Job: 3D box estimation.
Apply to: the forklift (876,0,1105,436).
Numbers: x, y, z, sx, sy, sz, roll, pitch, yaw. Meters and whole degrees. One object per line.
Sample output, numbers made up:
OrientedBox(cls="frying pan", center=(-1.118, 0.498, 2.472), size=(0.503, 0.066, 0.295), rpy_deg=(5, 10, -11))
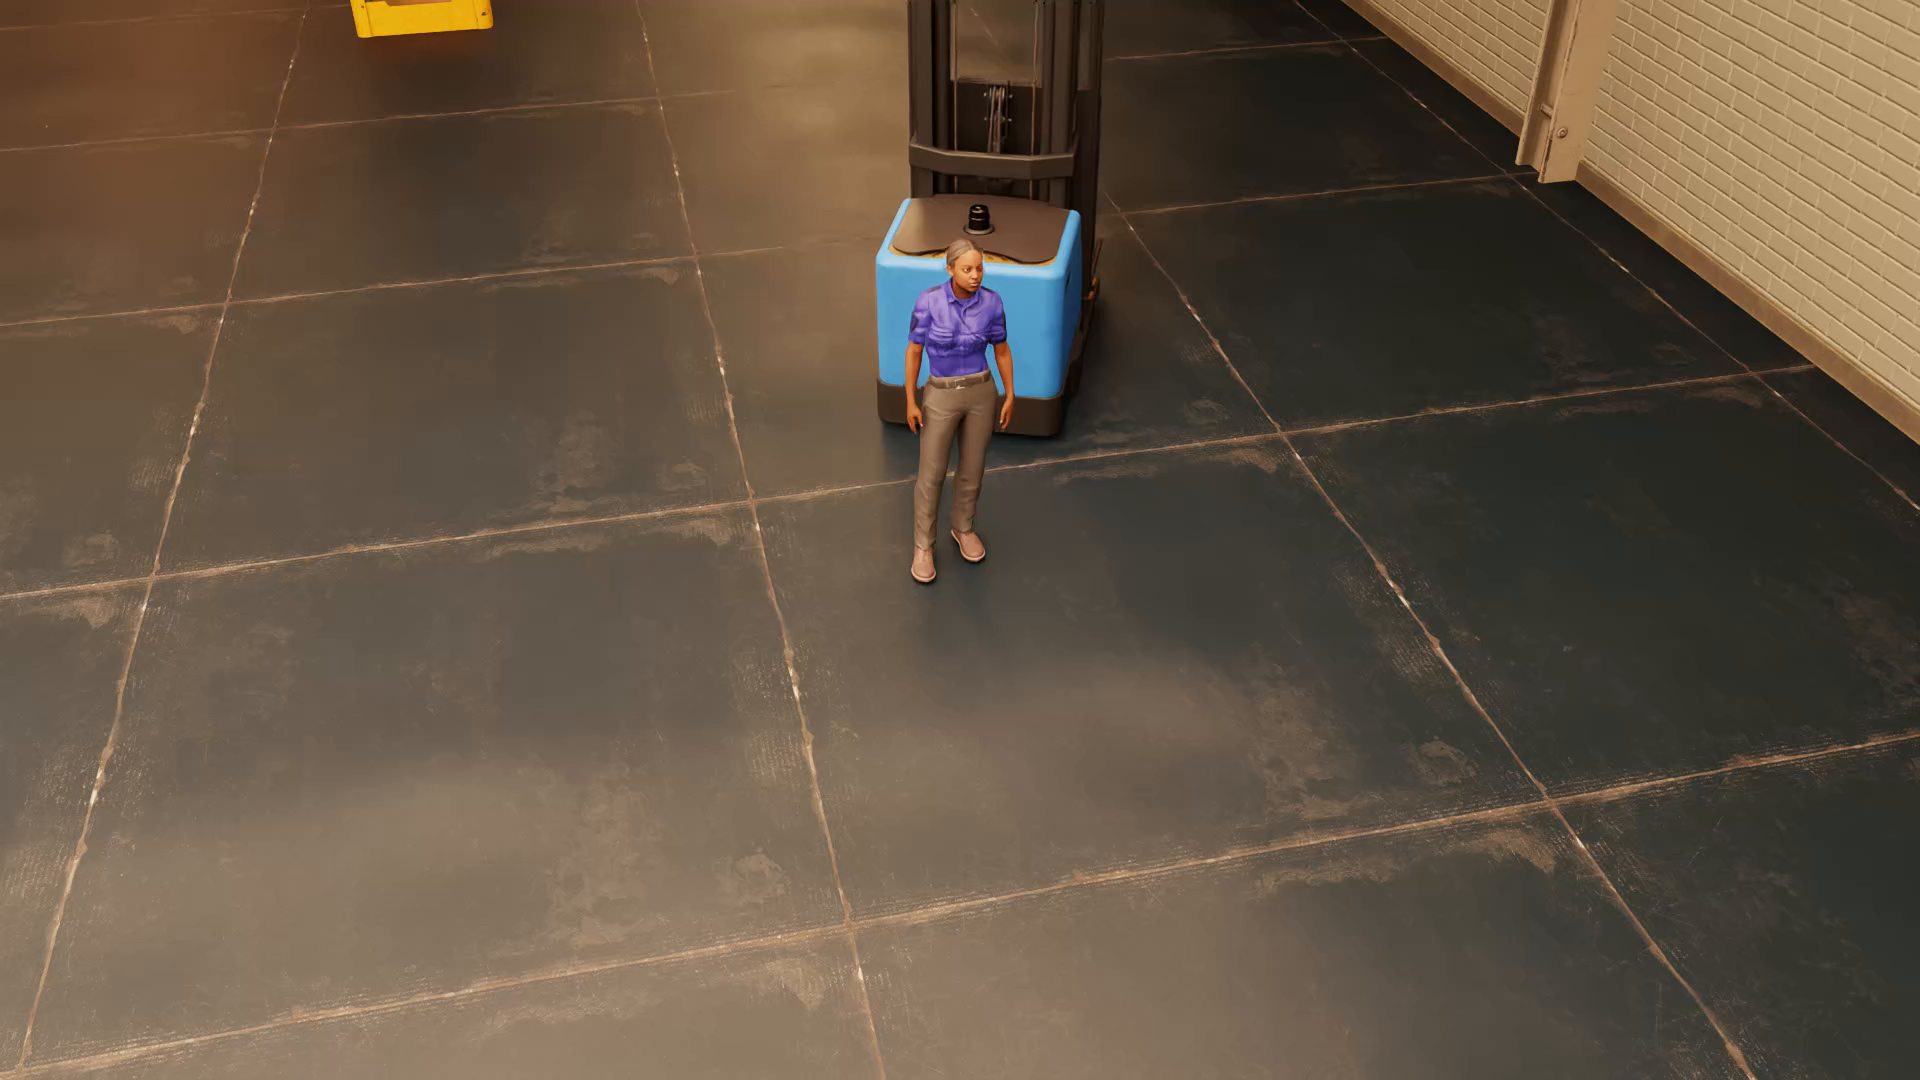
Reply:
OrientedBox(cls="forklift", center=(0.295, -2.620, 9.691), size=(1.130, 2.935, 3.031), rpy_deg=(6, 36, 8))

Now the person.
OrientedBox(cls="person", center=(0.001, -0.625, 8.000), size=(0.570, 1.654, 0.504), rpy_deg=(-8, 36, -11))
